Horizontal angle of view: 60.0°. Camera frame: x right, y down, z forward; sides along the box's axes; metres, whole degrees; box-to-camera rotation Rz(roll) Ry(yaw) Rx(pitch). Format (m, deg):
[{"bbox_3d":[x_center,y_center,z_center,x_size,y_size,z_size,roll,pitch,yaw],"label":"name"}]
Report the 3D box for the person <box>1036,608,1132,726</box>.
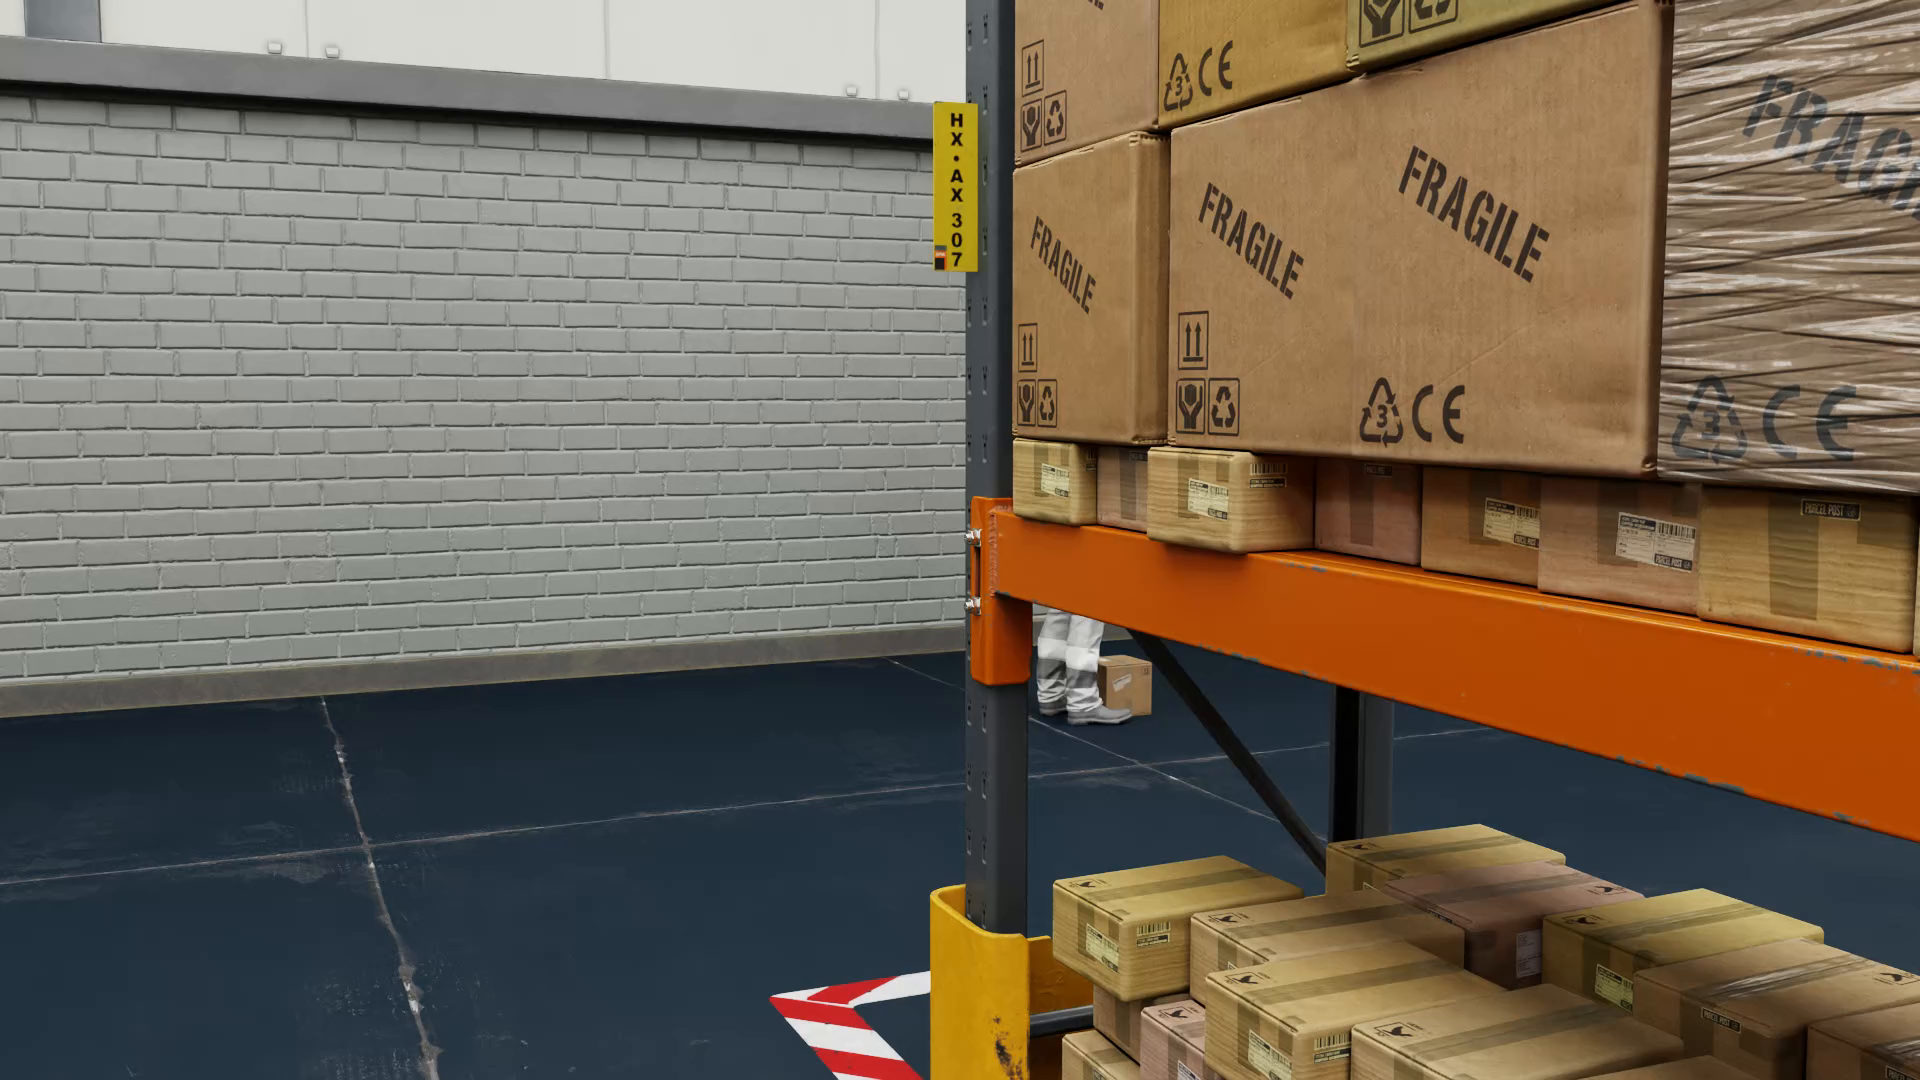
[{"bbox_3d":[0.532,-0.055,7.724,0.453,1.777,0.608,-3,6,-26],"label":"person"}]
